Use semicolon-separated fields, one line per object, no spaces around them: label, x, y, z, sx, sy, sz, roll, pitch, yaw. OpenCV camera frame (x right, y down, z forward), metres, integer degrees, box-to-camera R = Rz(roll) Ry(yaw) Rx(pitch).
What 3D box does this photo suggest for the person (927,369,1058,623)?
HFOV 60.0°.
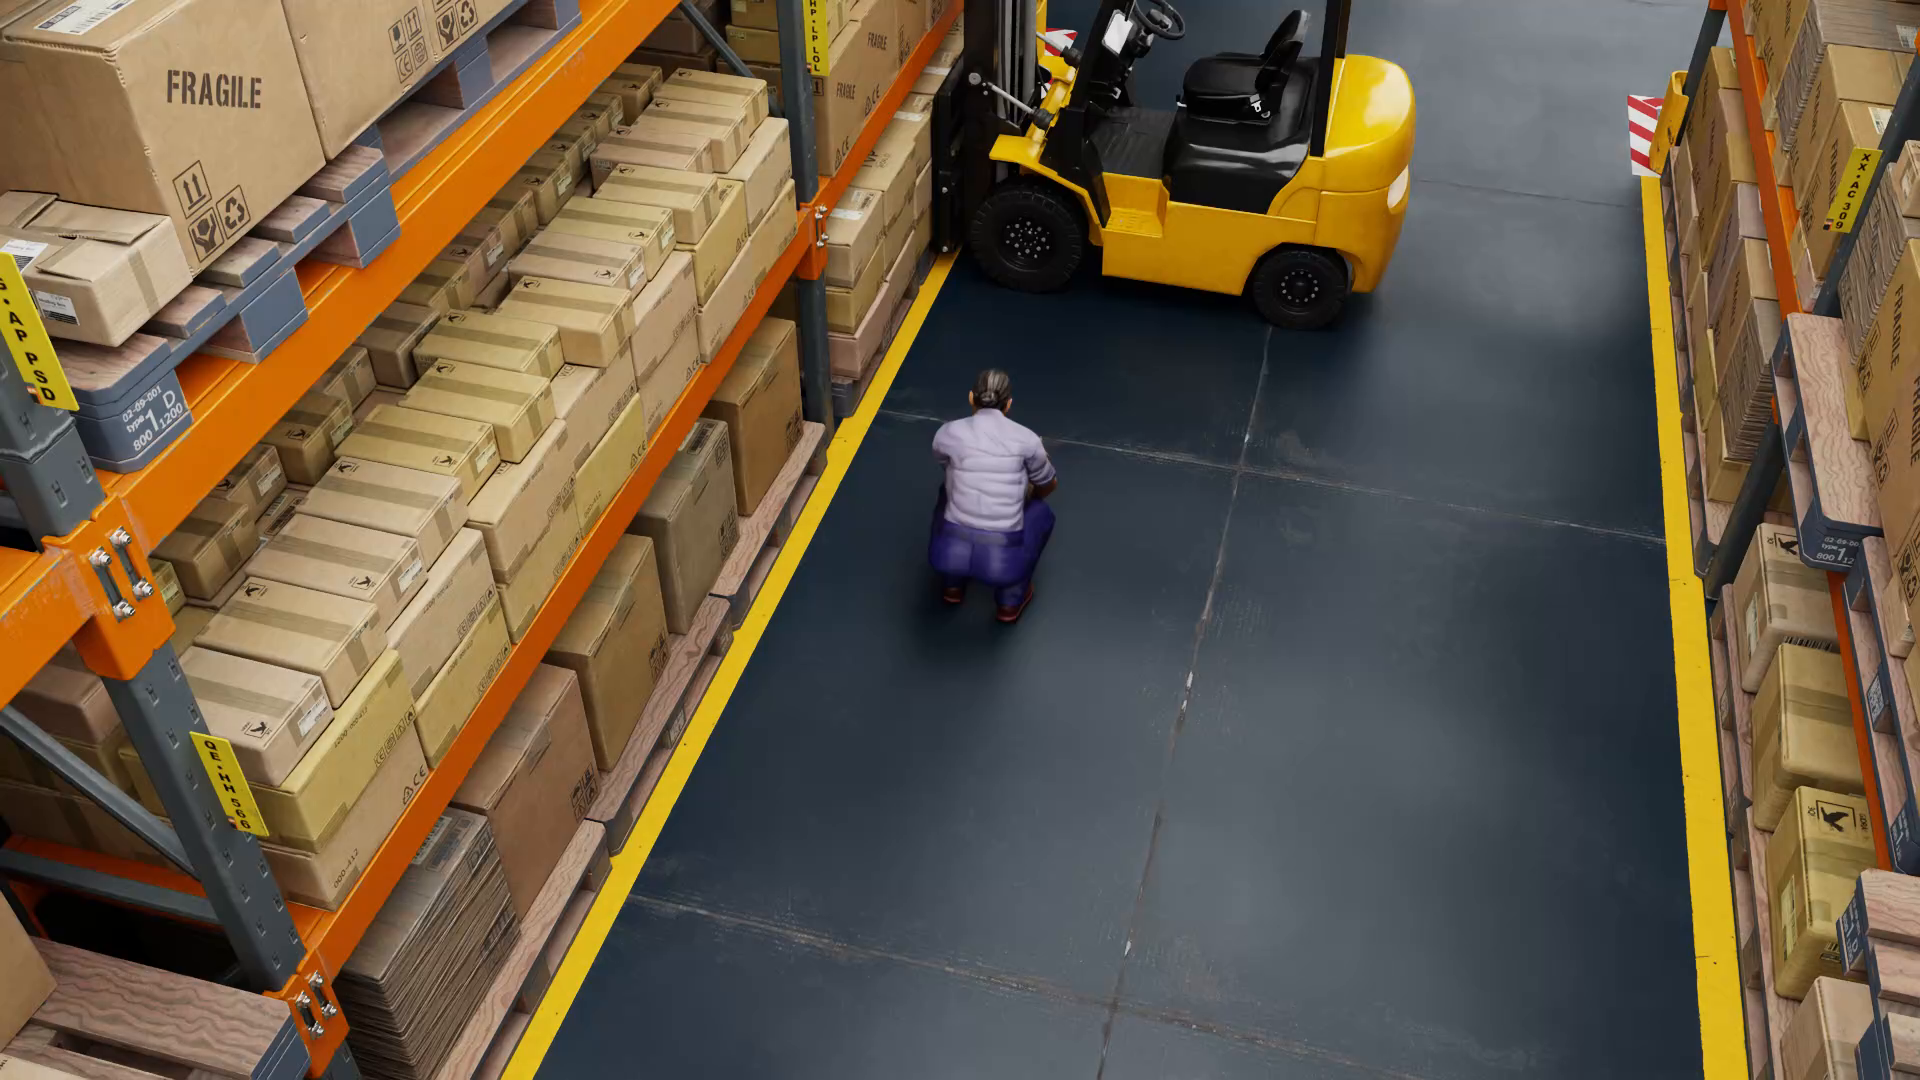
person;0.127;-0.185;6.937;0.519;0.929;0.818;10;42;11
